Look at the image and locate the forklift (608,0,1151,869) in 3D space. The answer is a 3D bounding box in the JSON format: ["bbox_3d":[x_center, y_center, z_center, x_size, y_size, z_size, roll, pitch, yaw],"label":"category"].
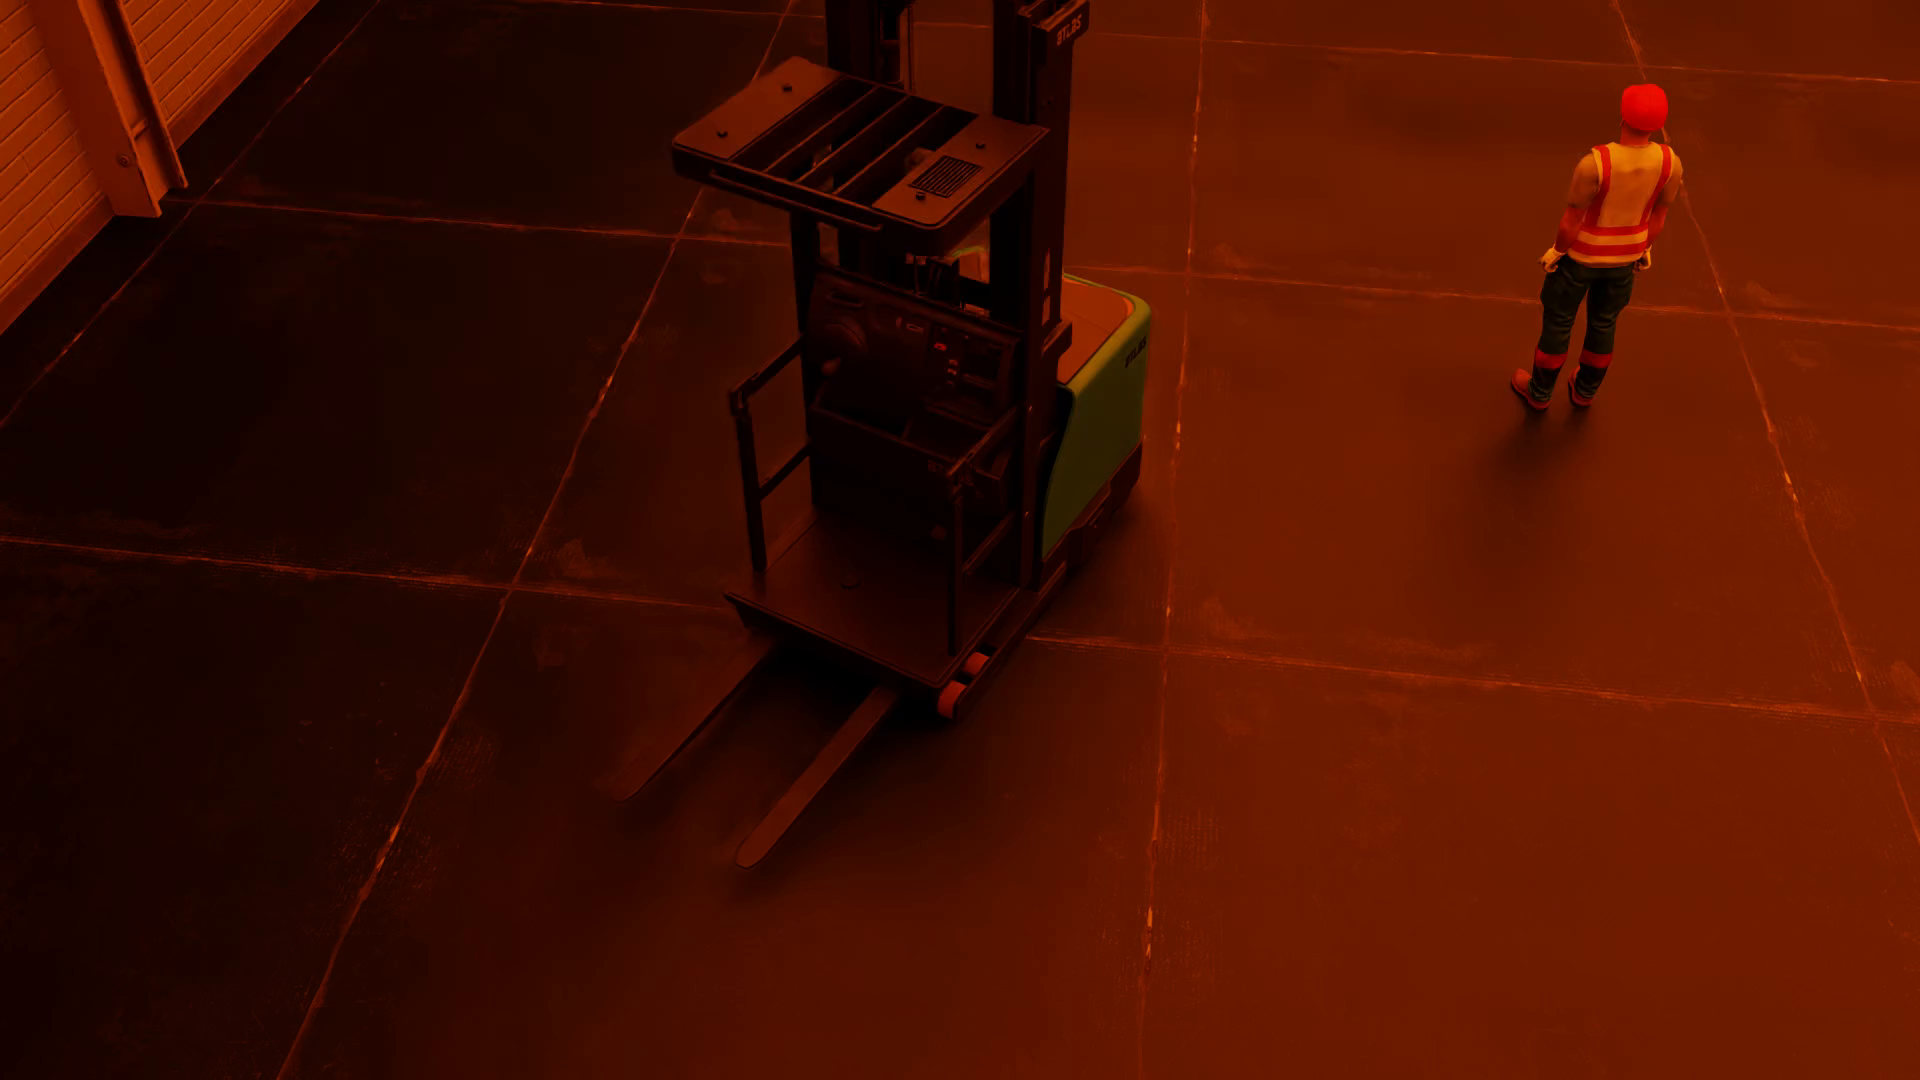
[{"bbox_3d":[-0.309,-0.678,6.463,1.130,2.935,3.031,22,47,22],"label":"forklift"}]

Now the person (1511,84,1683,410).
[{"bbox_3d":[3.109,-1.411,8.106,0.526,1.794,0.381,-2,43,-2],"label":"person"}]
